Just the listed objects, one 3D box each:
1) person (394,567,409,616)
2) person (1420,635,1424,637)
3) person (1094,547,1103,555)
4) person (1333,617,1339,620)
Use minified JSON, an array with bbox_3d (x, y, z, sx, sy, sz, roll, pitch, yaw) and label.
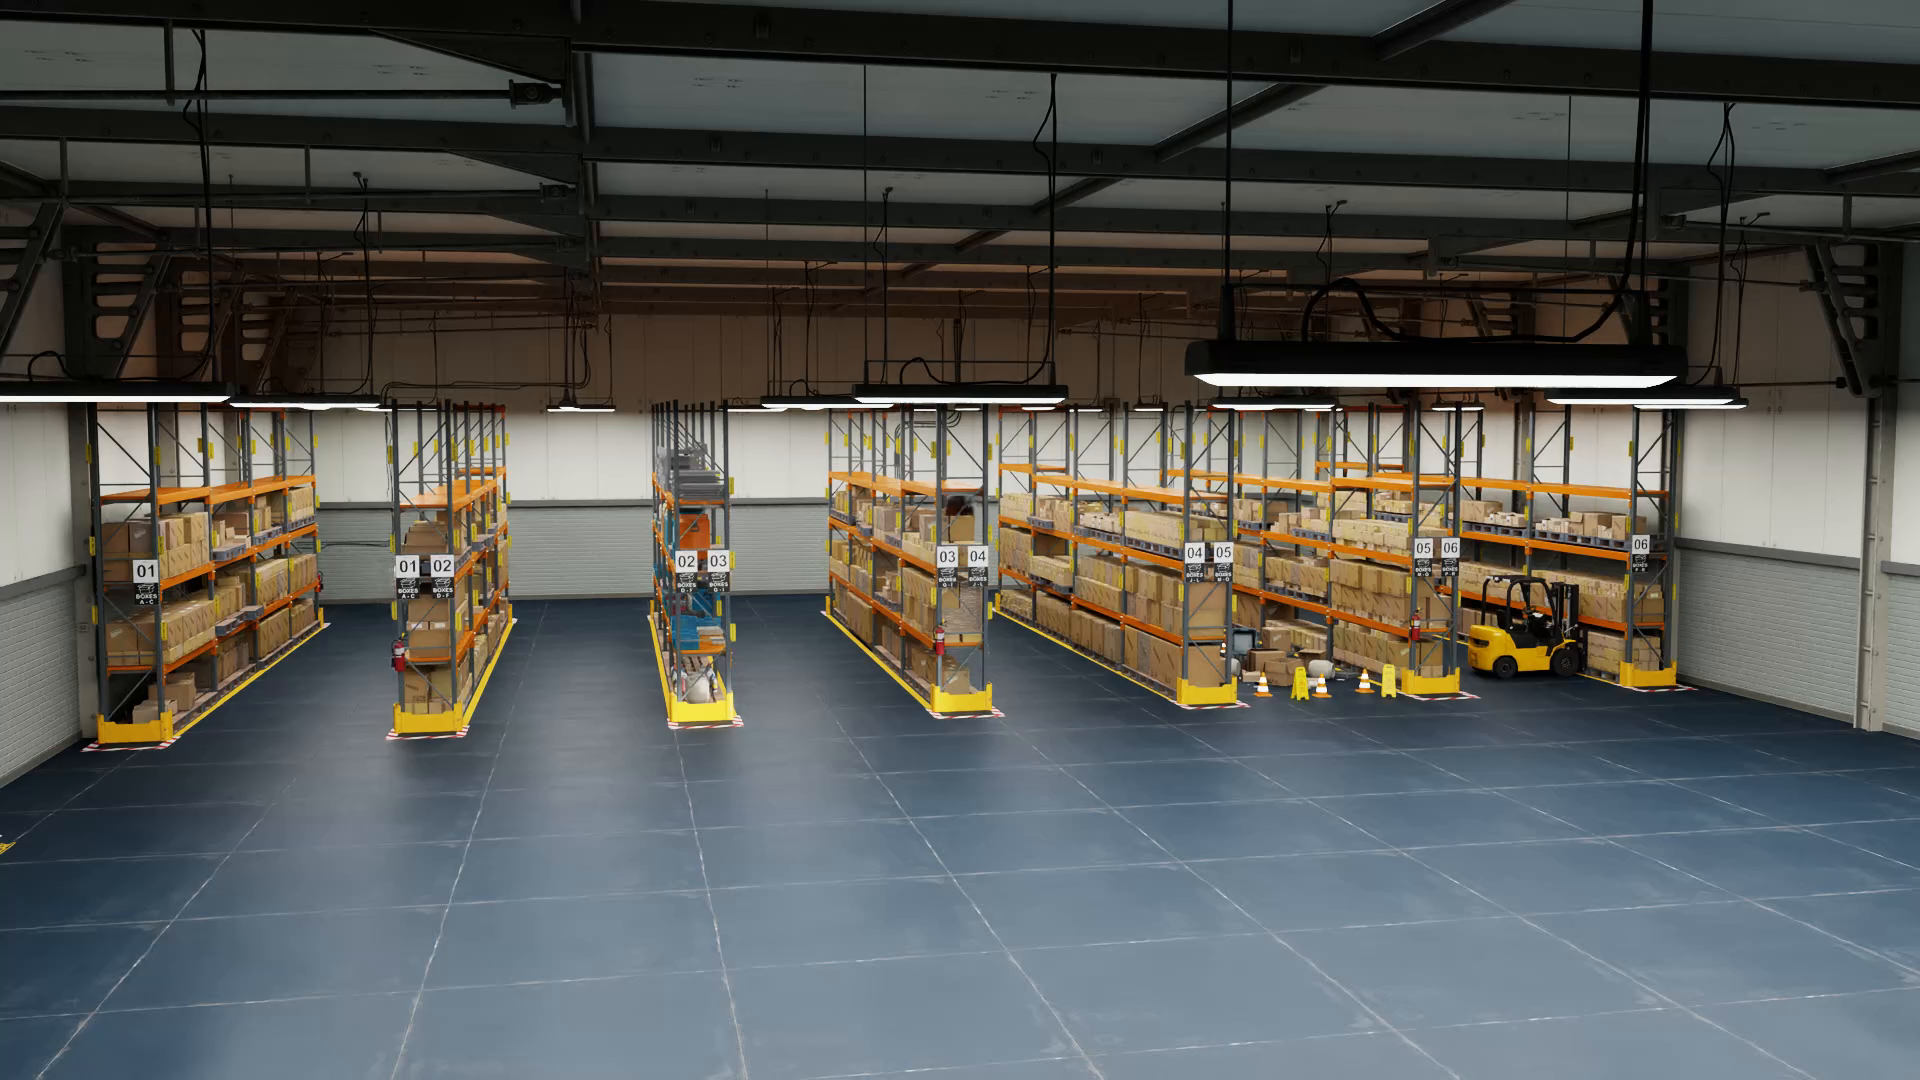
[{"bbox_3d":[-15.855,1.323,47.294,0.495,1.710,0.527,0,4,-3],"label":"person"},{"bbox_3d":[10.585,2.012,38.321,0.372,1.676,0.505,1,4,15],"label":"person"},{"bbox_3d":[4.341,0.997,51.865,0.755,1.610,0.519,-2,5,-20],"label":"person"},{"bbox_3d":[10.429,1.364,46.498,0.460,1.727,0.570,-1,4,-10],"label":"person"}]
